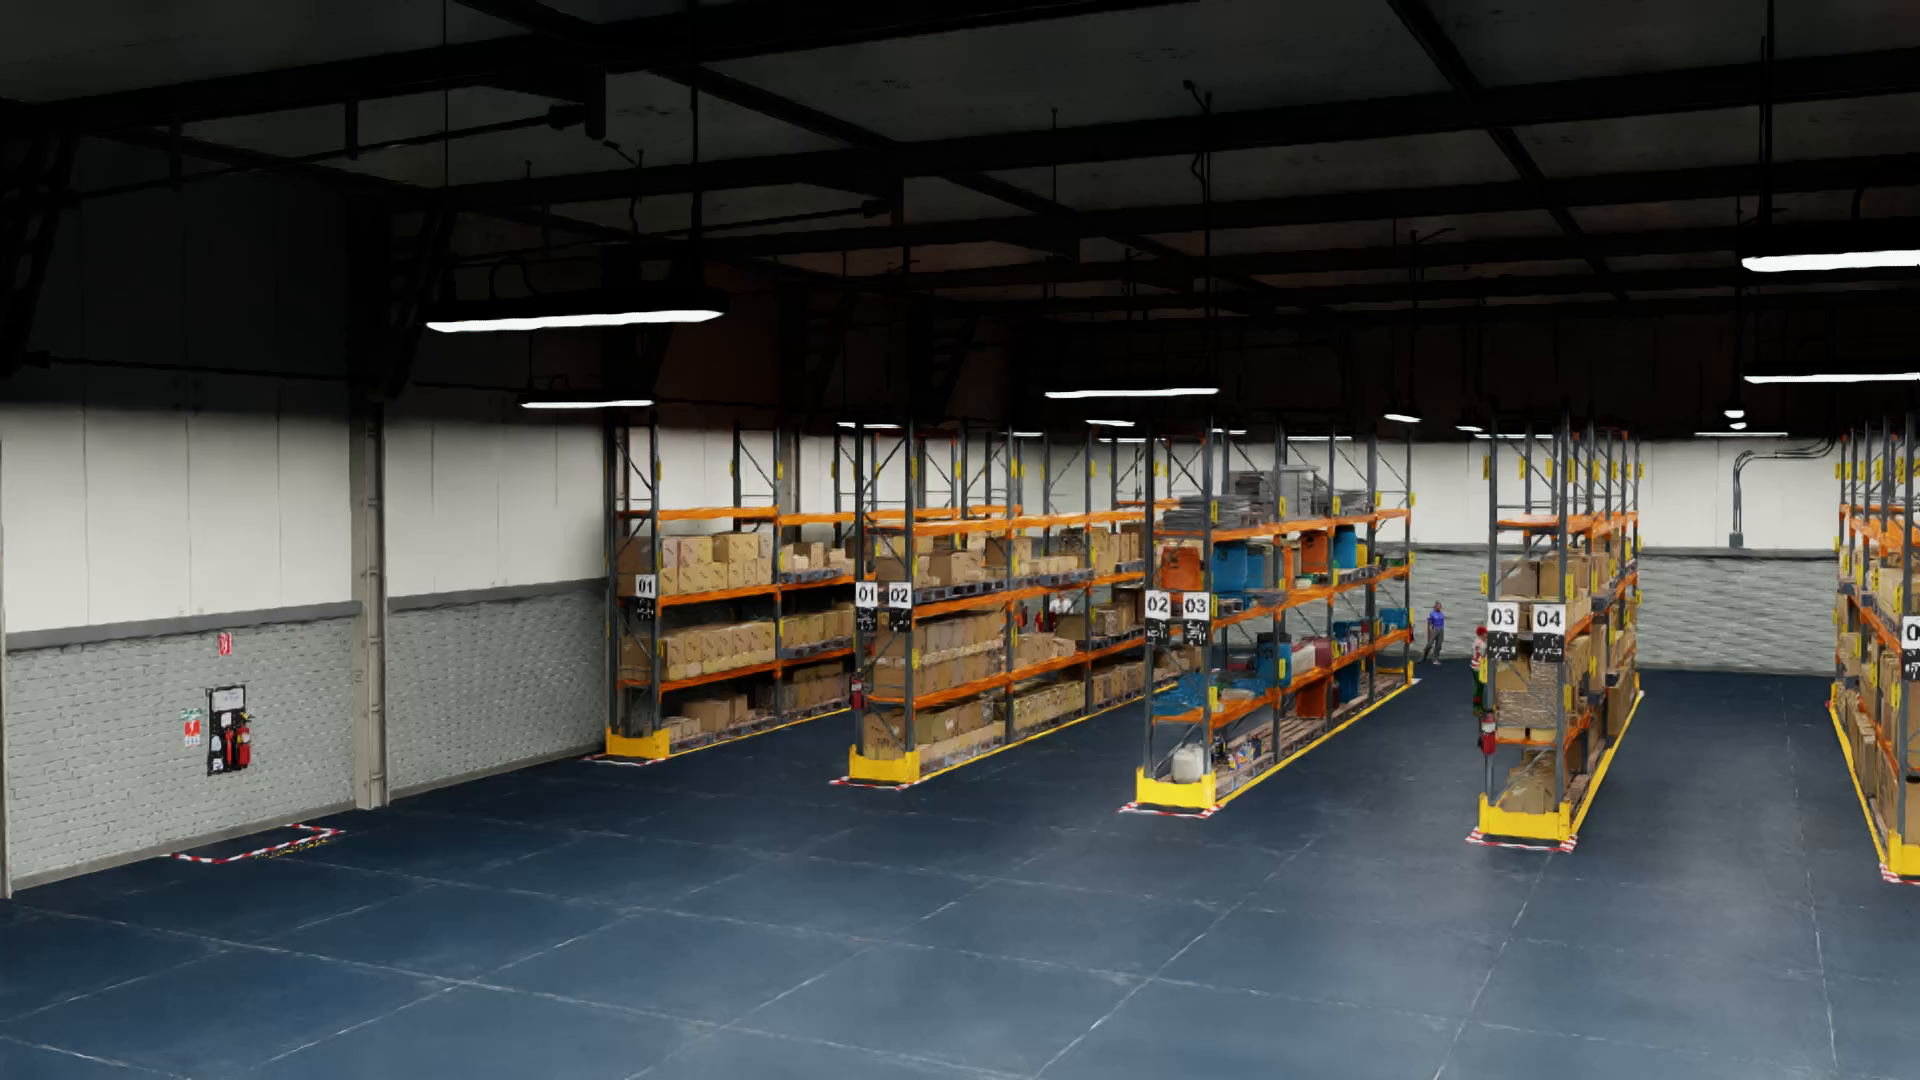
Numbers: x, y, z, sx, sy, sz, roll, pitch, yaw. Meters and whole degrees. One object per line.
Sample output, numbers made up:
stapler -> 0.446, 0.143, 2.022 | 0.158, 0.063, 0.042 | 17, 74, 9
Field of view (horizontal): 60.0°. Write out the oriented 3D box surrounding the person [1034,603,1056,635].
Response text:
person -> 2.194, 2.401, 42.098 | 0.682, 1.675, 0.535 | 1, 3, 23

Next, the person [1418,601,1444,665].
person -> 12.135, 2.387, 42.771 | 0.636, 1.637, 0.487 | -1, 2, -16

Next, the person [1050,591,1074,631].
person -> 2.781, 2.226, 45.433 | 0.735, 1.712, 0.905 | 0, 2, 9

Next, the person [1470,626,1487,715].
person -> 10.702, 2.655, 34.058 | 0.468, 1.794, 0.625 | 0, 2, -1
